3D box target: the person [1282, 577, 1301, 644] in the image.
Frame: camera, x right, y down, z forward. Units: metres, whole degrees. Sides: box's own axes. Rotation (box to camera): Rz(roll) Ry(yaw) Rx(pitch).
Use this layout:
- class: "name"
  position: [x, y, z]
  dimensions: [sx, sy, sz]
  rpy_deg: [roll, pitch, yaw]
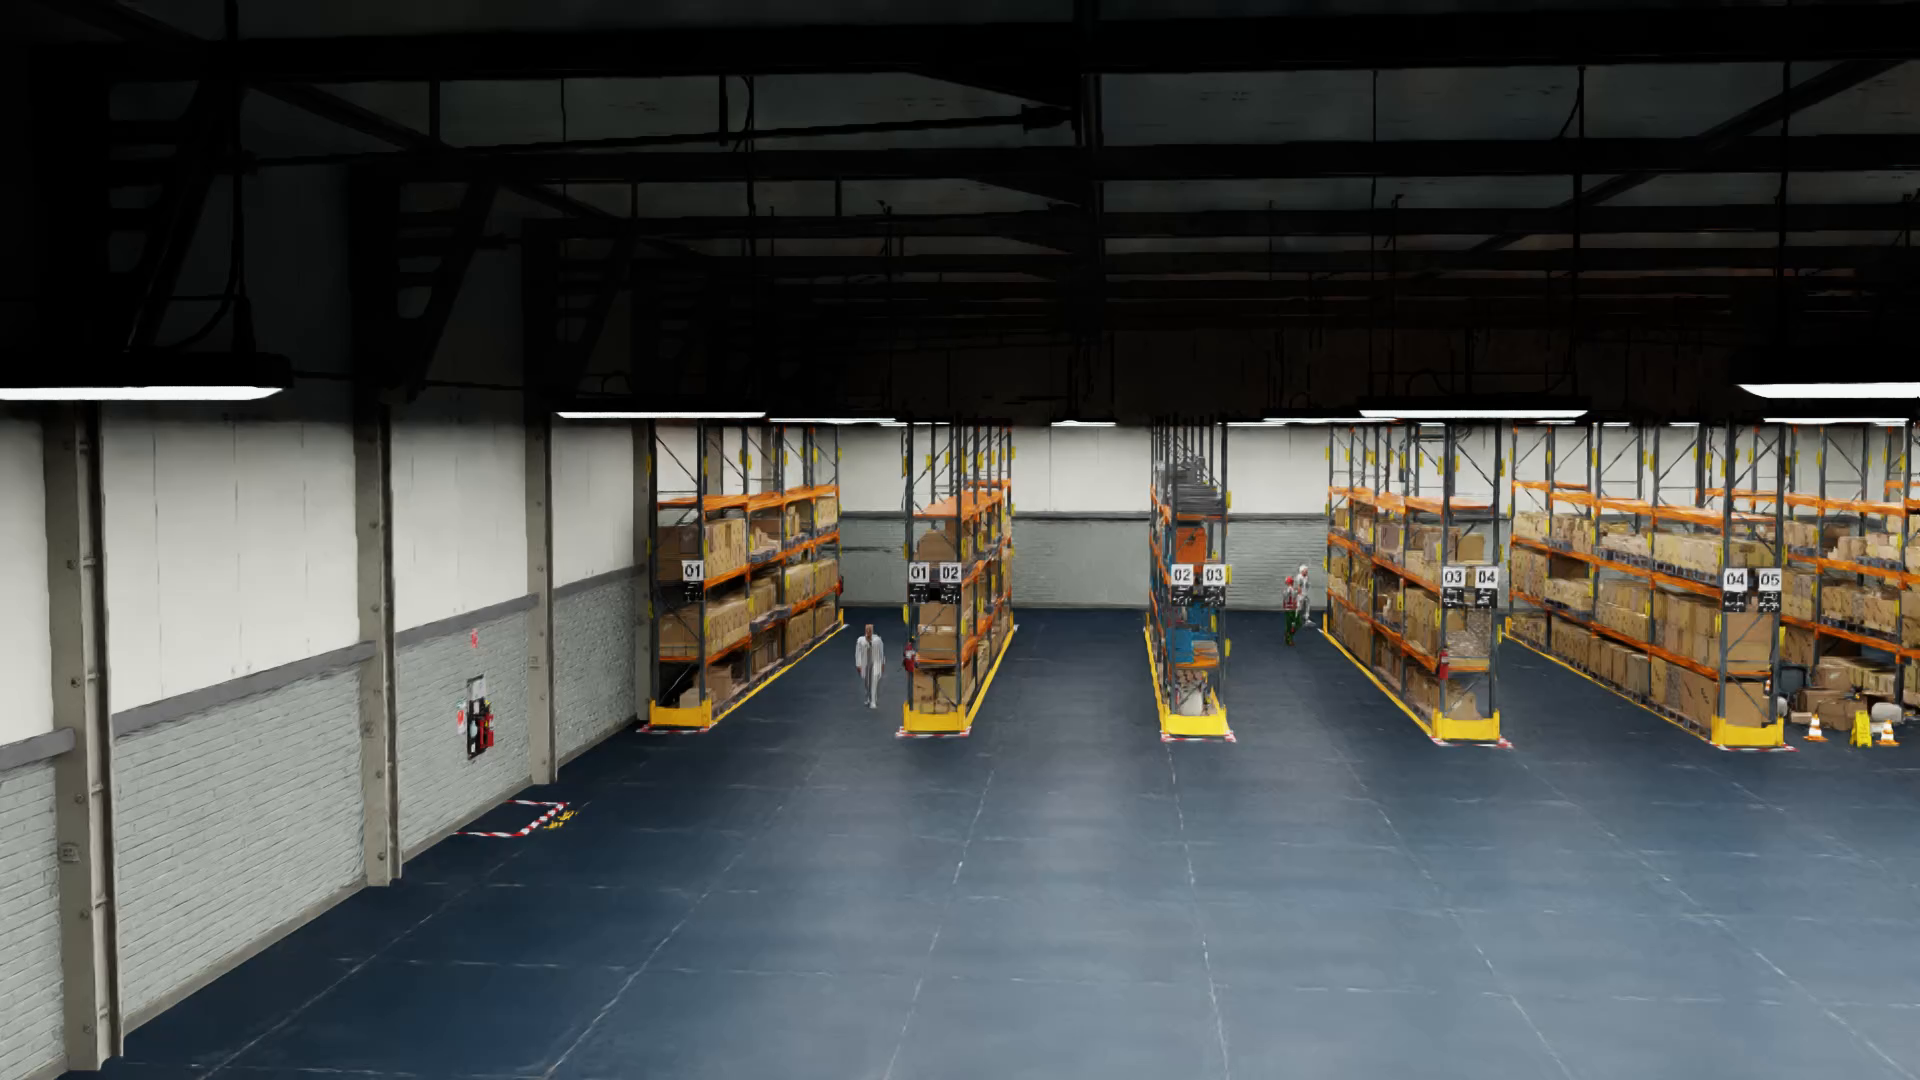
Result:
- class: "person"
  position: [8.736, 1.873, 43.987]
  dimensions: [0.443, 1.777, 0.594]
  rpy_deg: [-2, 4, -24]

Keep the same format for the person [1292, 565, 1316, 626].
- class: "person"
  position: [9.865, 1.604, 47.778]
  dimensions: [0.526, 1.779, 0.698]
  rpy_deg: [3, 5, 36]

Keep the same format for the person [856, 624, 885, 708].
- class: "person"
  position: [-1.853, 2.555, 34.135]
  dimensions: [0.598, 1.693, 1.194]
  rpy_deg: [1, 4, 7]
